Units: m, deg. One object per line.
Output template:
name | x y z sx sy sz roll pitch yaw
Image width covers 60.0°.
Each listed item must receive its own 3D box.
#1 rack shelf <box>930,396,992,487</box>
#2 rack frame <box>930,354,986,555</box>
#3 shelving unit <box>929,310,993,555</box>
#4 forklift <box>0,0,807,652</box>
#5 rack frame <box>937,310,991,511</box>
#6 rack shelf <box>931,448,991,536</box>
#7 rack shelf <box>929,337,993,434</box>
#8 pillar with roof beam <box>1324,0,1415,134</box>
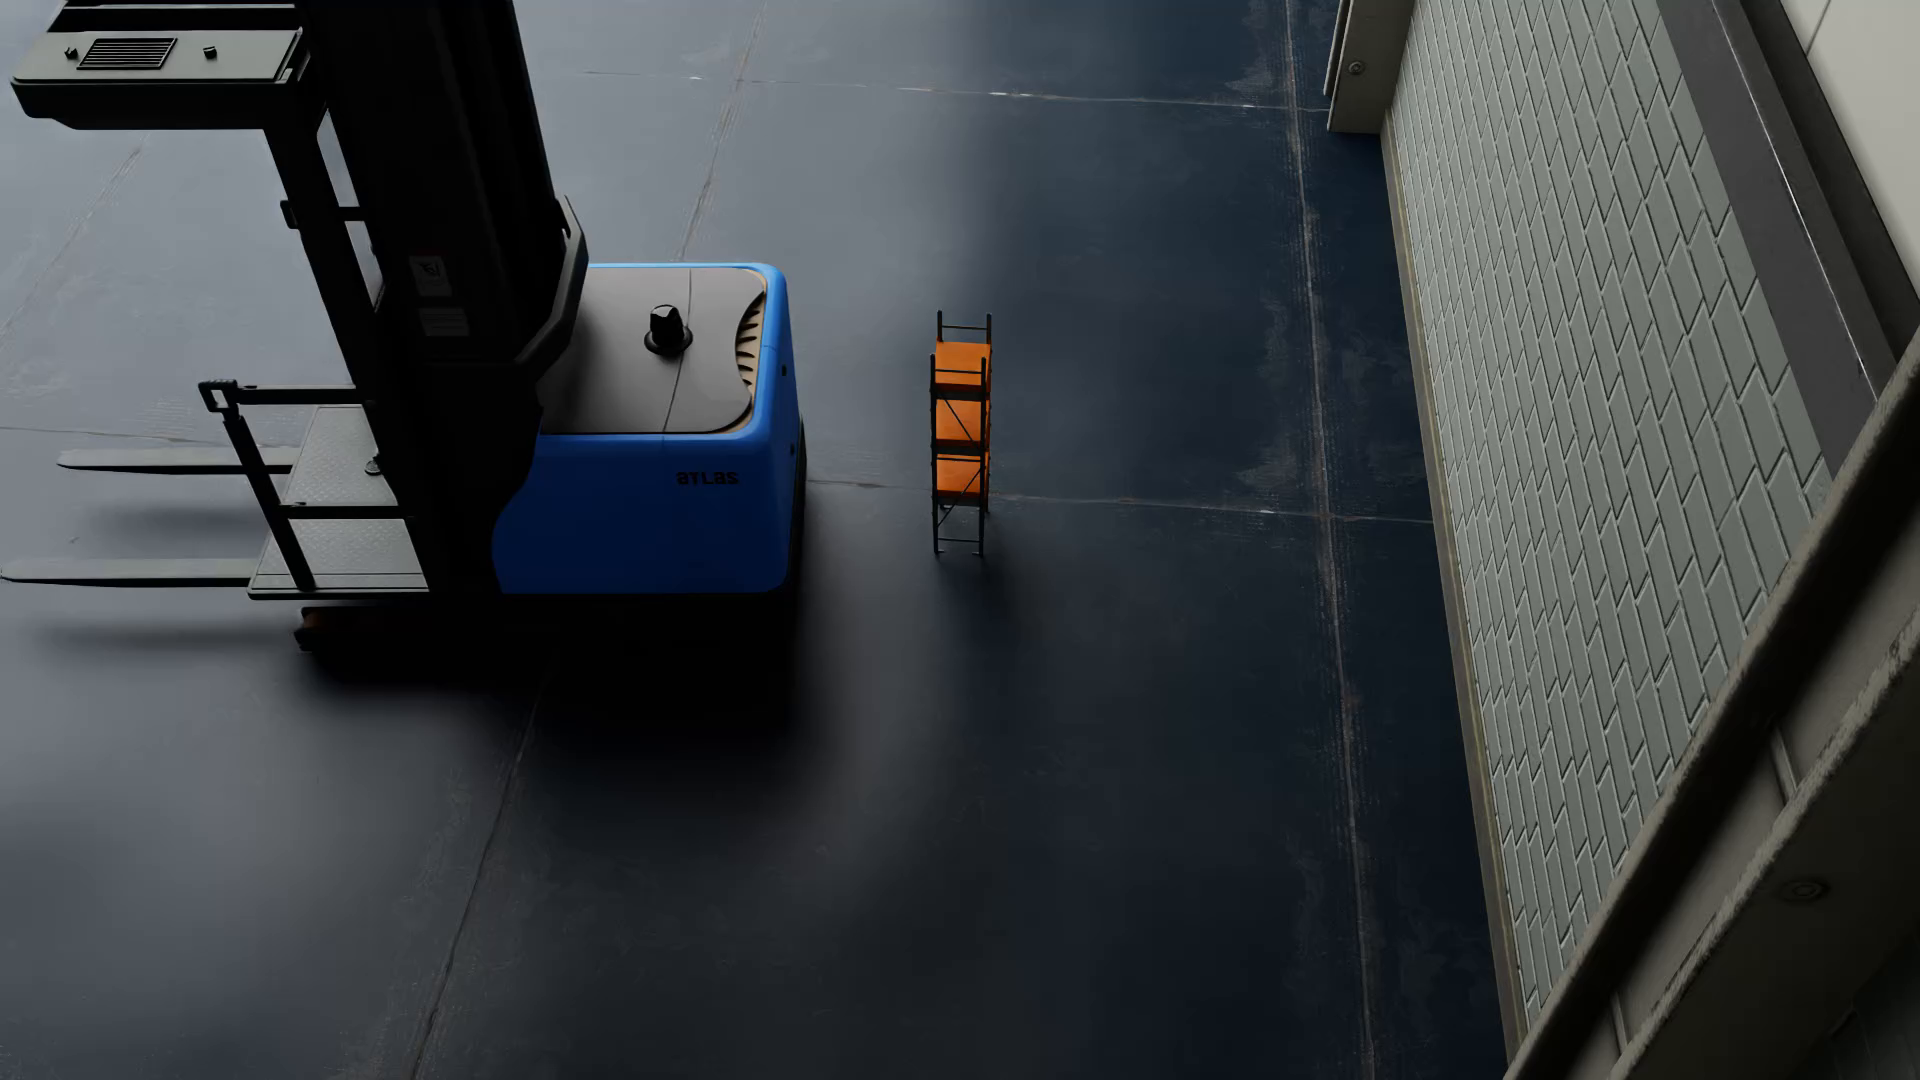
rack shelf | 0.005 -0.387 6.432 0.215 0.259 0.240 4 48 4
rack frame | -0.006 -0.304 6.342 0.200 1.050 0.008 4 48 4
shelving unit | 0.005 -0.394 6.424 0.215 1.050 0.252 4 48 4
forklift | -2.155 -0.953 5.661 3.031 2.935 1.130 0 48 0
rack frame | 0.016 -0.483 6.506 0.200 1.050 0.008 4 48 4
rack shelf | 0.005 -0.199 6.637 0.215 0.259 0.240 4 48 4
rack shelf | 0.005 -0.578 6.223 0.215 0.259 0.240 4 48 4
pillar with roof beam | -2.182 -5.611 5.810 9.100 9.000 0.400 4 48 4
